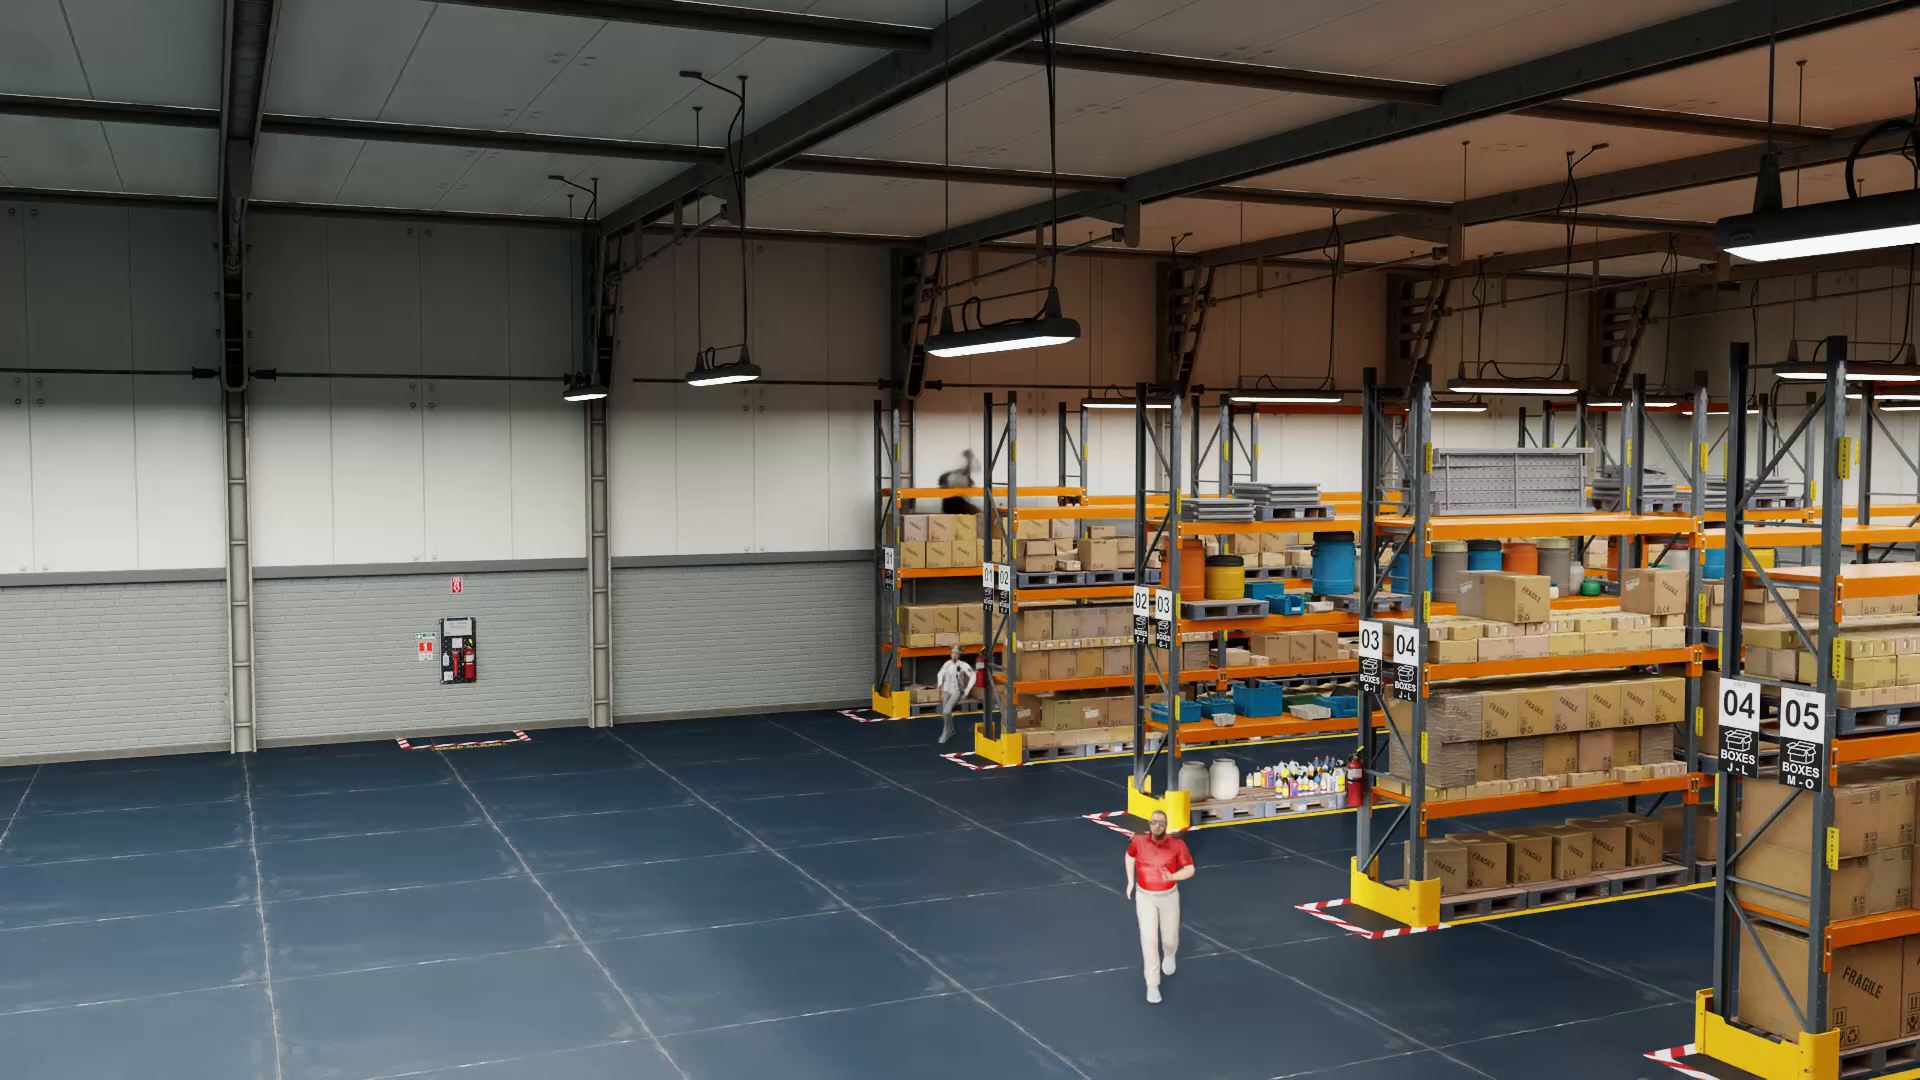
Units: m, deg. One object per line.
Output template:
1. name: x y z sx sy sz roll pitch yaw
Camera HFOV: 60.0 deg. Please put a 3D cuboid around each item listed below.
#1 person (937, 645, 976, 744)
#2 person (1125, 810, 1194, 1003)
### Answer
1. person: -0.099 2.638 28.502 0.672 1.693 0.654 2 4 34
2. person: 1.871 3.377 15.646 0.665 1.708 0.939 1 3 10
